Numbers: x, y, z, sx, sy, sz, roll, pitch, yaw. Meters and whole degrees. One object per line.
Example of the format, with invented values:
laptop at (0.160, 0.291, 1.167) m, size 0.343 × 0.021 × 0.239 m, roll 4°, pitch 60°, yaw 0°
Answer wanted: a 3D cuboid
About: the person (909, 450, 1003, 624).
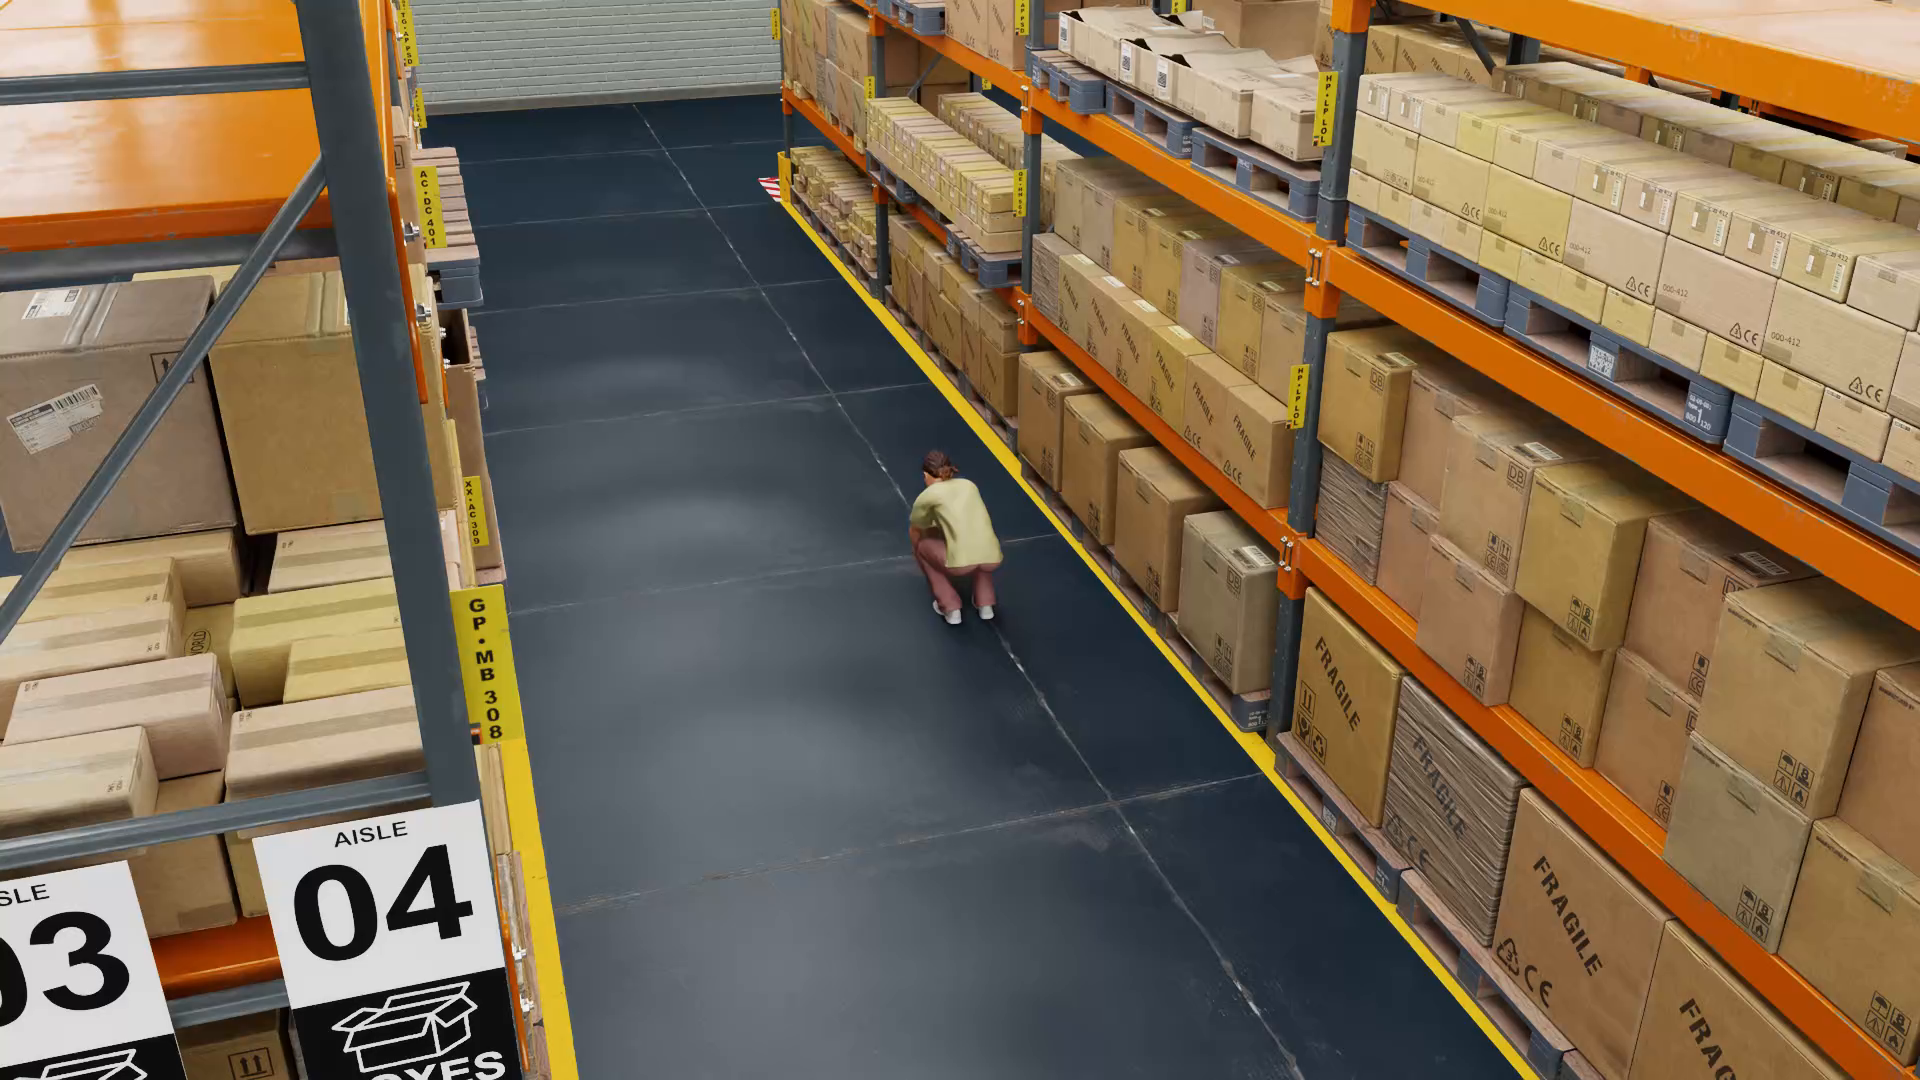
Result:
person at (-0.034, -0.020, 10.222) m, size 0.494 × 0.943 × 0.801 m, roll -8°, pitch 28°, yaw -16°
